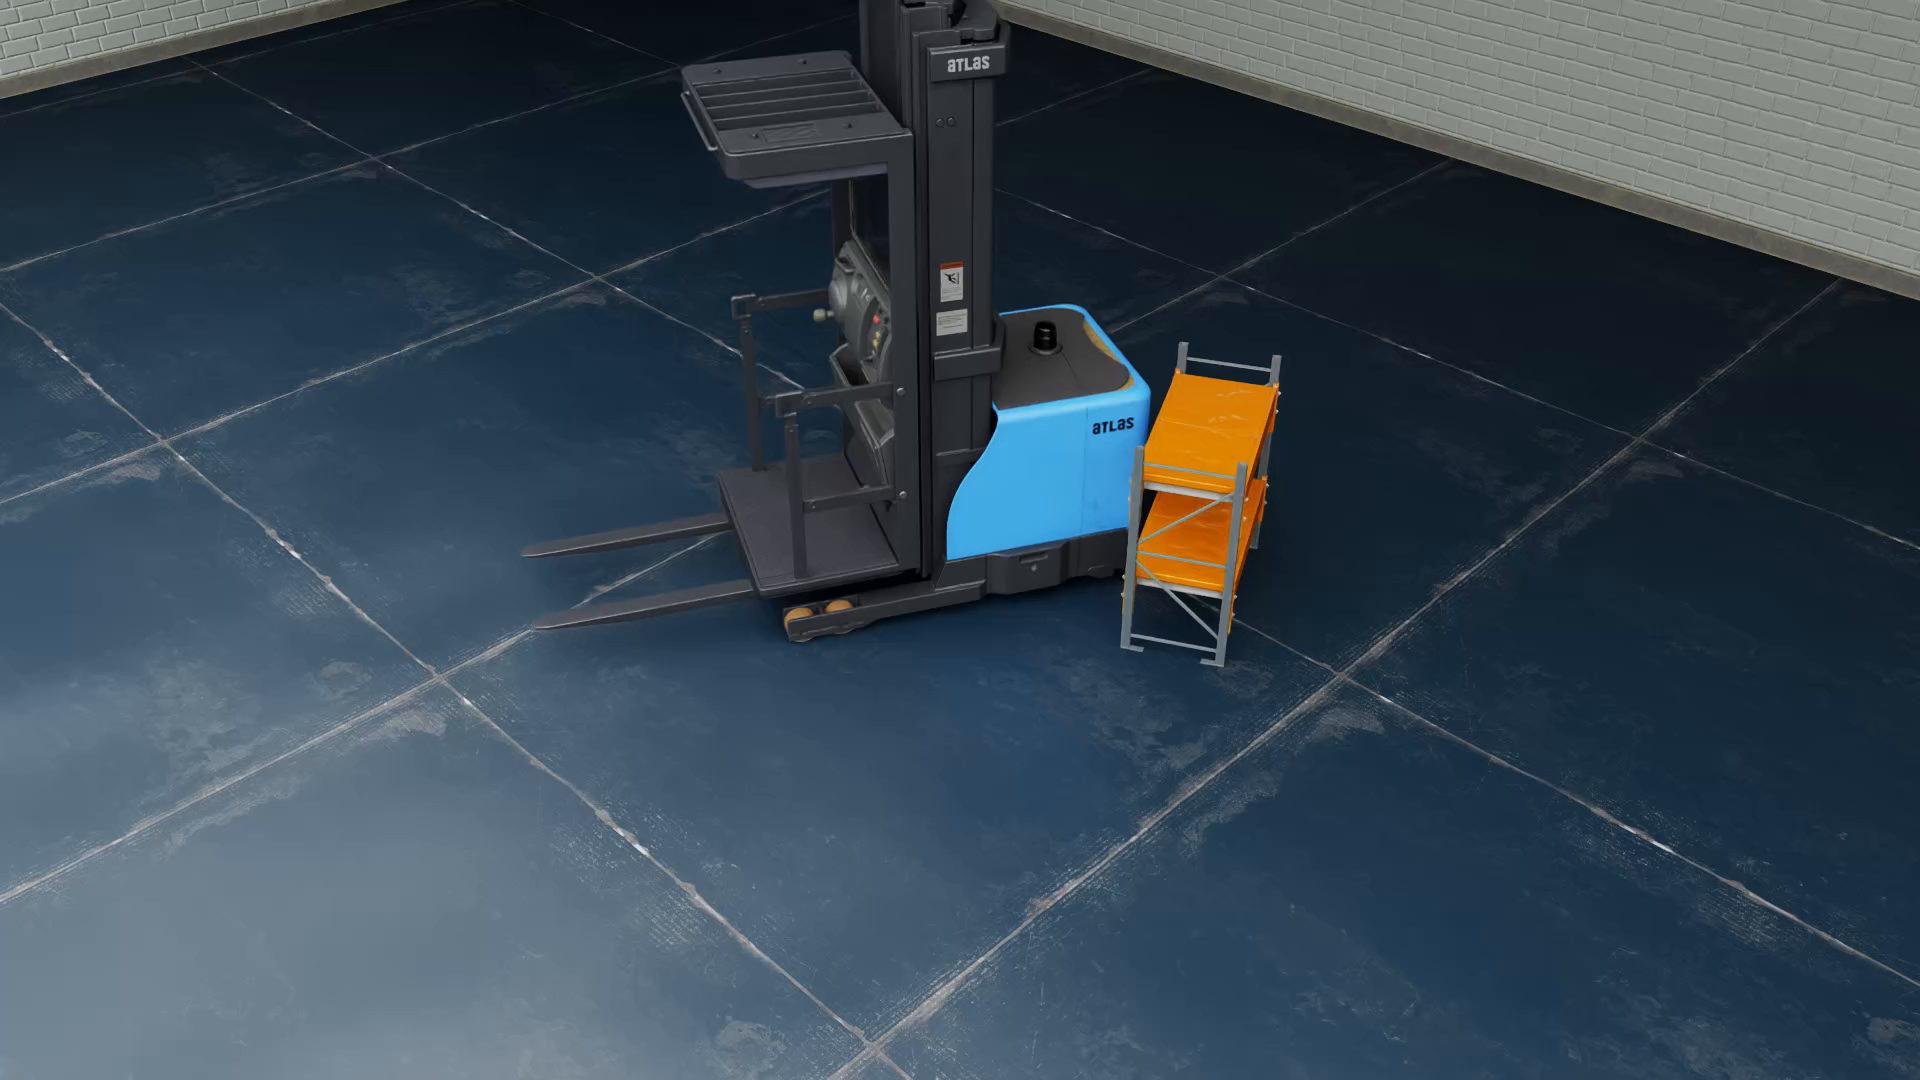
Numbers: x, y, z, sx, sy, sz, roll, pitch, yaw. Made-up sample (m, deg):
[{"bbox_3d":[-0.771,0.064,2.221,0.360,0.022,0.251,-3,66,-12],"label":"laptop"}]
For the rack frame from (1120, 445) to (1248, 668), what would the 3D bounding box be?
[{"bbox_3d":[1.014,0.092,7.626,0.500,1.125,0.032,10,36,14],"label":"rack frame"}]

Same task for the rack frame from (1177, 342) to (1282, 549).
[{"bbox_3d":[1.316,-0.464,8.423,0.500,1.125,0.032,10,36,14],"label":"rack frame"}]

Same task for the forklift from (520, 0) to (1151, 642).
[{"bbox_3d":[-0.648,-1.049,7.682,3.031,2.935,1.130,-10,36,-14],"label":"forklift"}]

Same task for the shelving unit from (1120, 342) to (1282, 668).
[{"bbox_3d":[1.165,-0.186,8.024,0.538,1.125,1.048,10,36,14],"label":"shelving unit"}]

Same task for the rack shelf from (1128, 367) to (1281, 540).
[{"bbox_3d":[1.165,-0.426,7.857,0.538,0.278,1.000,10,36,14],"label":"rack shelf"}]

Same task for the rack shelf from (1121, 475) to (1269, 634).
[{"bbox_3d":[1.165,0.014,8.164,0.538,0.278,1.000,10,36,14],"label":"rack shelf"}]
